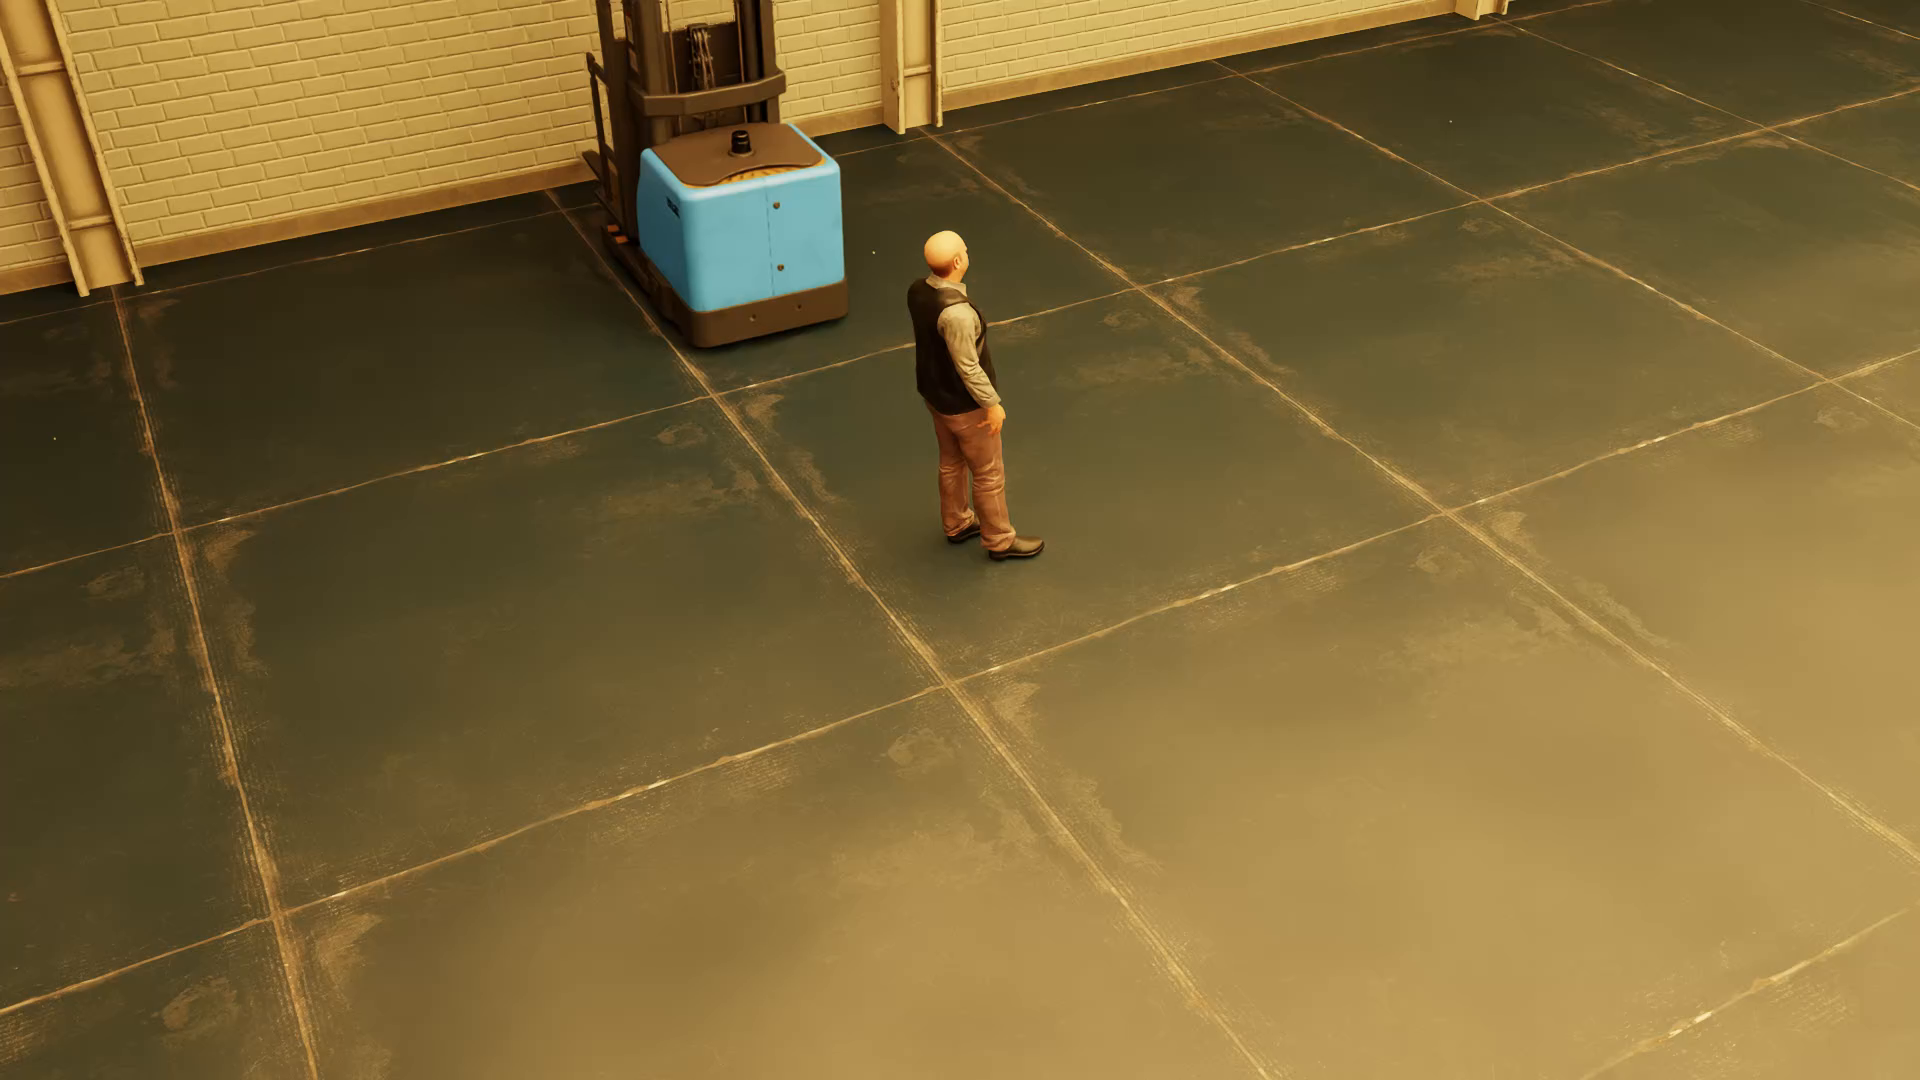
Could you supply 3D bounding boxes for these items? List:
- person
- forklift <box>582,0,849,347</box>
[{"bbox_3d":[0.059,-0.723,8.180,0.566,1.722,0.634,-17,39,-23],"label":"person"},{"bbox_3d":[-1.826,-3.214,10.670,1.130,2.935,3.031,-16,38,-22],"label":"forklift"}]
